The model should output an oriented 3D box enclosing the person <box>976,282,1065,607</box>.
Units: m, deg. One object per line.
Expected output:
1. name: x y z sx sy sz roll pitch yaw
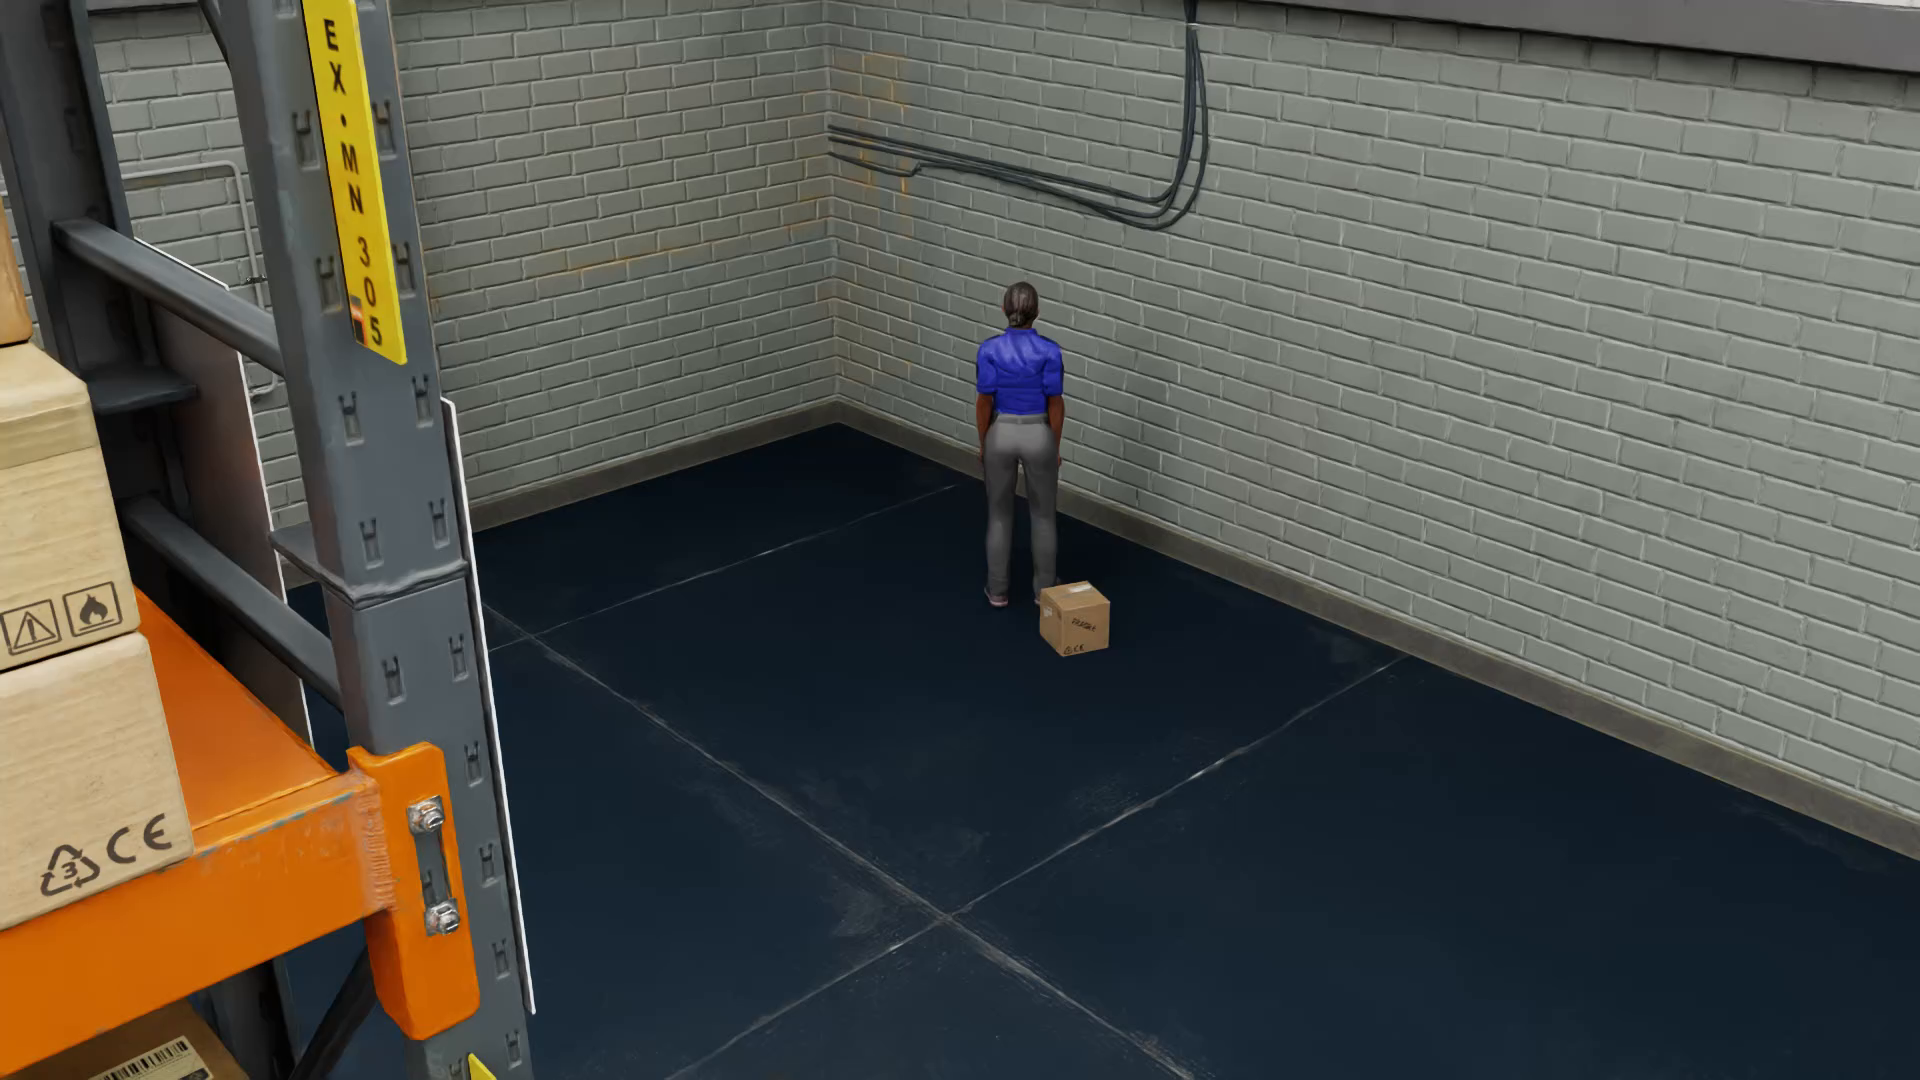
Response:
1. person: 0.304 -0.458 8.115 0.451 1.660 0.338 2 25 4
